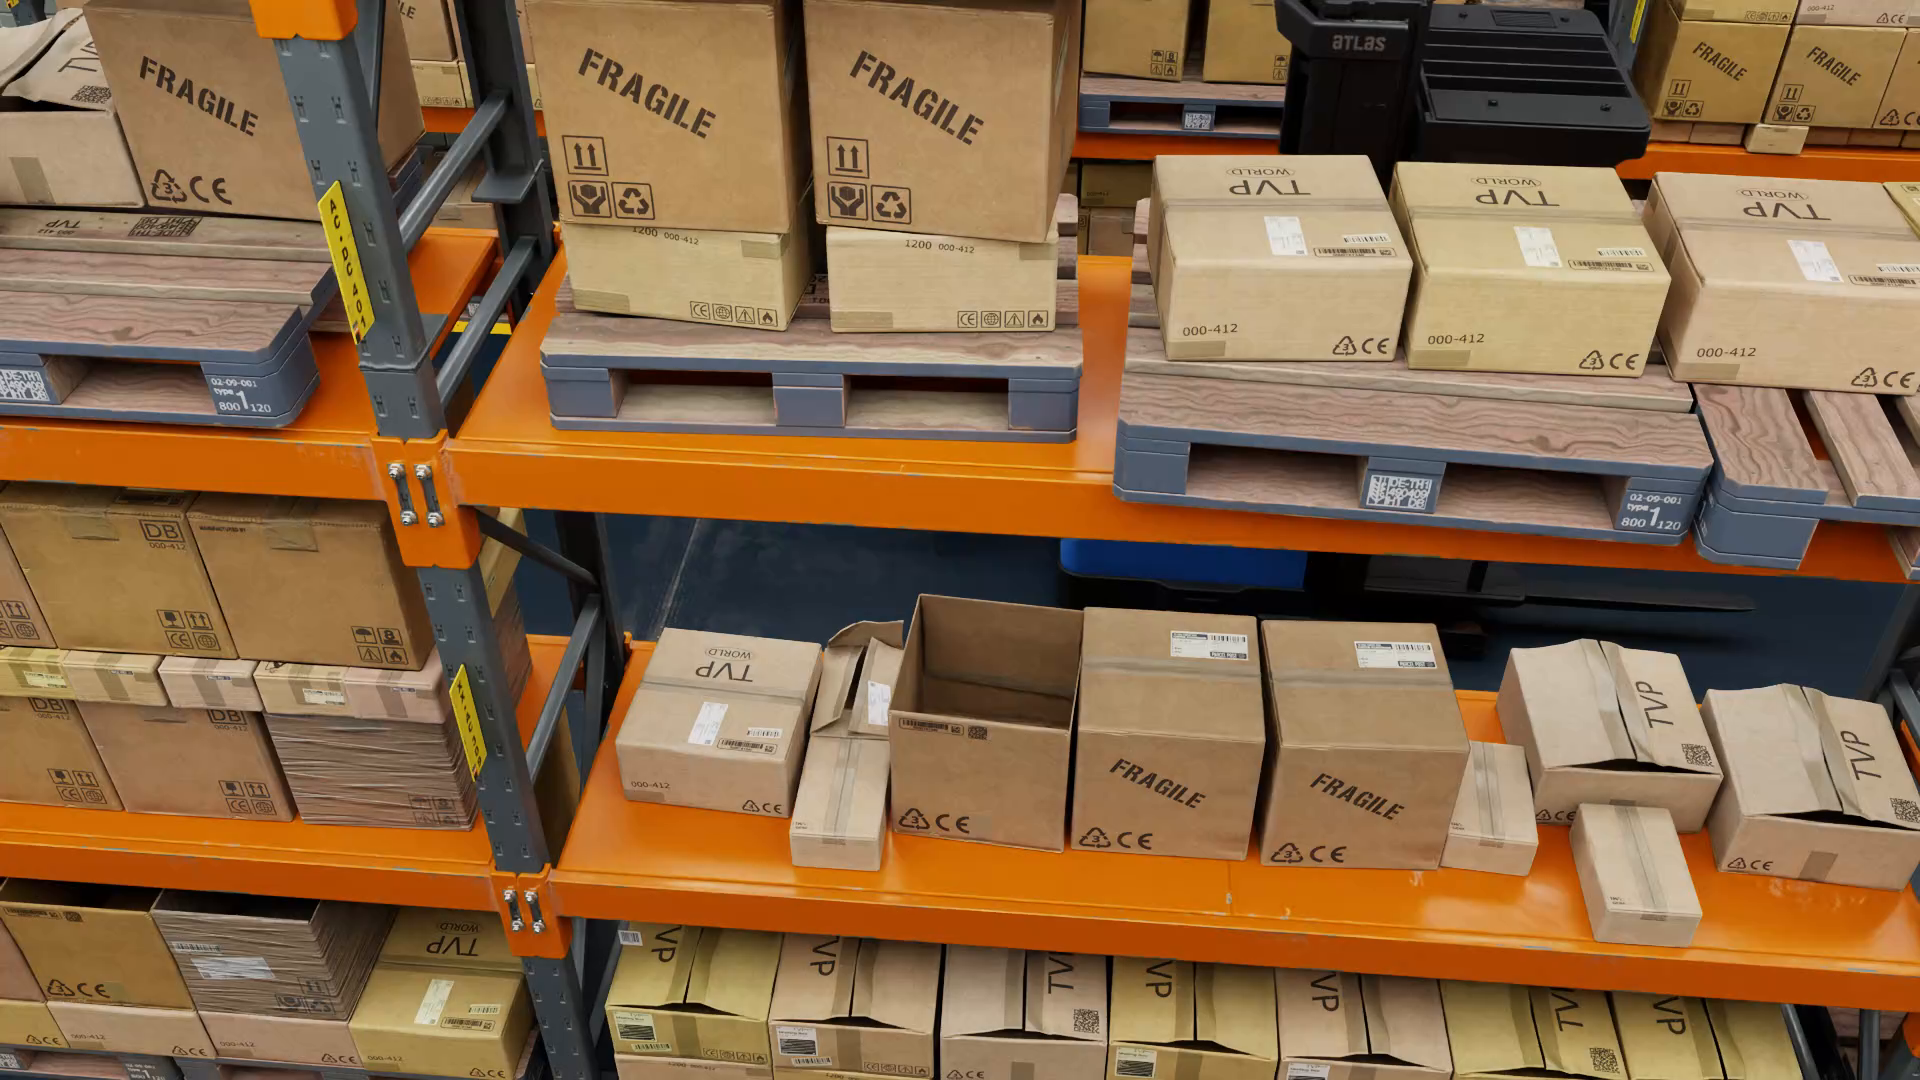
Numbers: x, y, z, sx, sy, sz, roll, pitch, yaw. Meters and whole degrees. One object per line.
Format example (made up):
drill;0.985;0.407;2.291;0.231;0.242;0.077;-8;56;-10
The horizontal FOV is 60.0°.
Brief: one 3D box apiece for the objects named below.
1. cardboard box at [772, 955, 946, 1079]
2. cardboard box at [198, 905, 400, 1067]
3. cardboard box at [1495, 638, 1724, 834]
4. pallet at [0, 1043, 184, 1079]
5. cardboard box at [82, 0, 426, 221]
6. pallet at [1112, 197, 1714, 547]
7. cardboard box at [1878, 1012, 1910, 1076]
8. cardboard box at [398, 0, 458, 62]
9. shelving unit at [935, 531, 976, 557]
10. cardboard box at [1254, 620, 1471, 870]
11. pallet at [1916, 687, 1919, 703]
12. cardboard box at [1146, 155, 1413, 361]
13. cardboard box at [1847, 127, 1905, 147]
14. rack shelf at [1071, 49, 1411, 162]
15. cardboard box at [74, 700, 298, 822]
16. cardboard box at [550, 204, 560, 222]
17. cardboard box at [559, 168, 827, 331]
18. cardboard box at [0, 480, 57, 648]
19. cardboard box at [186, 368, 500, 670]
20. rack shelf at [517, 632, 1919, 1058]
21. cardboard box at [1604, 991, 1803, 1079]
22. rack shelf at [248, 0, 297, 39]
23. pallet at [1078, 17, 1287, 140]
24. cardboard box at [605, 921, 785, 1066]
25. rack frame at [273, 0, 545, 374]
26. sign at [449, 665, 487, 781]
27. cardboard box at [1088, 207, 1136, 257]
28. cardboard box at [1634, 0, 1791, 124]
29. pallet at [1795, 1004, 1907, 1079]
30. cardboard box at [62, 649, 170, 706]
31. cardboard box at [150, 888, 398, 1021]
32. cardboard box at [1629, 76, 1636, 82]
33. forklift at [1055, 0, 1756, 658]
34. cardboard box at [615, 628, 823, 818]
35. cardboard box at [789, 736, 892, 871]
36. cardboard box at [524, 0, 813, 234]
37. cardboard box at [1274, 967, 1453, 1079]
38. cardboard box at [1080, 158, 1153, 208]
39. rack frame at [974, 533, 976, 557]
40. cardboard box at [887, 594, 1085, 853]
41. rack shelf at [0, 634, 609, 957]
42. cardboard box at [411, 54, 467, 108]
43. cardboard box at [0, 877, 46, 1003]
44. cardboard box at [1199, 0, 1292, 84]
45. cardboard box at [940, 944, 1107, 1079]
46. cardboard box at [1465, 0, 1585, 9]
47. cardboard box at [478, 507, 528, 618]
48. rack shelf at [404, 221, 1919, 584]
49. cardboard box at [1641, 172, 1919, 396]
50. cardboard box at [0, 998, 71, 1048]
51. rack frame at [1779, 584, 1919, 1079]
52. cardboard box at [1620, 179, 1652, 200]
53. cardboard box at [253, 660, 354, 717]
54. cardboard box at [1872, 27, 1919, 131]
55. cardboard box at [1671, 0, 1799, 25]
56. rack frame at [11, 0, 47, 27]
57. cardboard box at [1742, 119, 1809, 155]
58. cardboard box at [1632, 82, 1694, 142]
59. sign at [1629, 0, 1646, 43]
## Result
cardboard box;-0.311;1.594;5.431;0.500;0.250;0.500;4;39;5
cardboard box;-2.179;1.467;5.588;0.500;0.250;0.500;3;39;4
cardboard box;1.910;0.566;4.919;0.500;0.311;0.500;3;39;3
pallet;-3.208;1.431;5.995;1.213;0.211;1.003;3;39;4
cardboard box;-1.680;-1.128;4.031;0.500;0.500;0.500;6;40;8
pallet;0.986;-0.428;3.843;1.213;0.211;1.003;5;39;6
cardboard box;3.213;1.706;5.080;0.500;0.500;0.500;5;39;6
cardboard box;-2.792;-2.789;8.479;0.500;0.500;0.500;4;39;5
shelving unit;-0.014;-0.466;7.543;0.189;1.200;0.258;3;39;4
cardboard box;1.111;0.582;4.750;0.500;0.500;0.500;1;39;1
pallet;3.465;0.769;4.751;1.003;0.211;1.213;3;39;4
cardboard box;0.699;-0.641;3.742;0.500;0.250;0.500;0;39;0
cardboard box;4.544;-2.128;8.342;0.250;0.149;0.380;4;39;5
rack shelf;1.215;-2.243;8.870;4.000;0.370;1.077;3;39;4
cardboard box;-2.170;0.401;4.973;0.500;0.500;0.700;3;39;3
cardboard box;-2.369;-1.796;9.661;0.250;0.149;0.380;0;39;0
cardboard box;-0.588;-0.744;3.868;0.500;0.250;0.500;7;40;8
cardboard box;-2.646;-0.132;4.600;0.500;0.500;0.700;3;39;4
cardboard box;-1.644;-0.078;4.533;0.500;0.500;0.700;3;39;4
rack shelf;0.792;0.872;5.042;4.000;0.370;1.077;3;39;4
cardboard box;2.241;1.515;5.085;0.500;0.311;0.500;4;39;5
rack shelf;-3.194;-1.517;3.543;4.000;0.370;1.077;3;39;4
pallet;1.232;-2.421;8.671;1.213;0.211;1.003;3;39;4
cardboard box;-0.811;1.350;5.287;0.500;0.311;0.500;3;39;4
rack frame;-1.201;-1.842;3.055;0.127;3.000;1.000;3;39;4
sign;-1.247;0.467;4.222;0.005;0.325;0.100;3;39;4
cardboard box;0.981;-1.753;9.330;0.500;0.500;0.700;4;39;4
cardboard box;3.670;-2.388;8.147;0.500;0.500;0.500;4;39;5
pallet;3.525;1.848;5.483;1.213;0.211;1.003;3;39;4
cardboard box;-2.259;0.273;4.616;0.250;0.149;0.380;3;39;4
cardboard box;-2.179;1.175;5.353;0.500;0.500;0.500;3;39;4
cardboard box;3.554;-2.467;8.758;0.250;0.149;0.380;4;39;5
forklift;1.979;-0.975;6.797;3.031;2.935;1.130;4;39;5
cardboard box;-0.707;0.542;4.997;0.500;0.250;0.500;5;39;7
cardboard box;-0.336;0.759;4.811;0.250;0.149;0.380;3;39;4
cardboard box;-0.590;-1.016;3.609;0.500;0.500;0.500;4;39;4
cardboard box;1.220;1.461;5.150;0.500;0.311;0.500;3;39;4
cardboard box;0.915;-2.046;9.095;0.500;0.250;0.500;2;39;3
rack frame;0.077;-0.461;7.537;0.006;1.200;0.240;3;39;4
cardboard box;0.088;0.526;4.818;0.500;0.500;0.500;6;40;7
rack shelf;-3.194;0.655;5.310;4.000;0.370;1.077;3;39;4
cardboard box;-2.775;-2.493;8.710;0.500;0.250;0.500;3;39;4
cardboard box;-3.177;1.132;5.405;0.500;0.500;0.500;3;39;4
cardboard box;1.495;-2.696;8.429;0.500;0.500;0.700;3;39;4
cardboard box;0.203;1.408;5.216;0.500;0.311;0.500;2;39;2
cardboard box;2.739;-2.642;8.363;0.500;0.500;0.700;-1;39;-1
cardboard box;-1.452;0.058;4.881;0.250;0.149;0.380;3;39;4
rack shelf;0.792;-0.291;4.096;4.000;0.370;1.077;3;39;4
cardboard box;1.803;-0.572;3.657;0.500;0.250;0.500;4;39;5
cardboard box;-3.177;1.422;5.643;0.500;0.250;0.500;3;39;4
rack frame;2.784;0.702;4.682;0.127;3.000;1.000;3;39;4
cardboard box;3.929;-1.620;8.905;0.750;0.750;0.750;3;39;3
cardboard box;-1.737;0.299;4.584;0.250;0.149;0.380;2;39;3
cardboard box;4.685;-2.326;8.071;0.500;0.500;0.500;3;39;4
cardboard box;3.667;-2.678;7.909;0.500;0.250;0.500;4;39;5
rack frame;-4.762;-2.849;9.045;0.127;3.000;1.000;3;39;4
cardboard box;4.024;-2.073;8.275;0.250;0.149;0.380;4;39;5
cardboard box;3.516;-2.160;8.381;0.250;0.149;0.380;3;39;3
sign;3.170;-2.490;7.749;0.005;0.325;0.100;3;39;4
